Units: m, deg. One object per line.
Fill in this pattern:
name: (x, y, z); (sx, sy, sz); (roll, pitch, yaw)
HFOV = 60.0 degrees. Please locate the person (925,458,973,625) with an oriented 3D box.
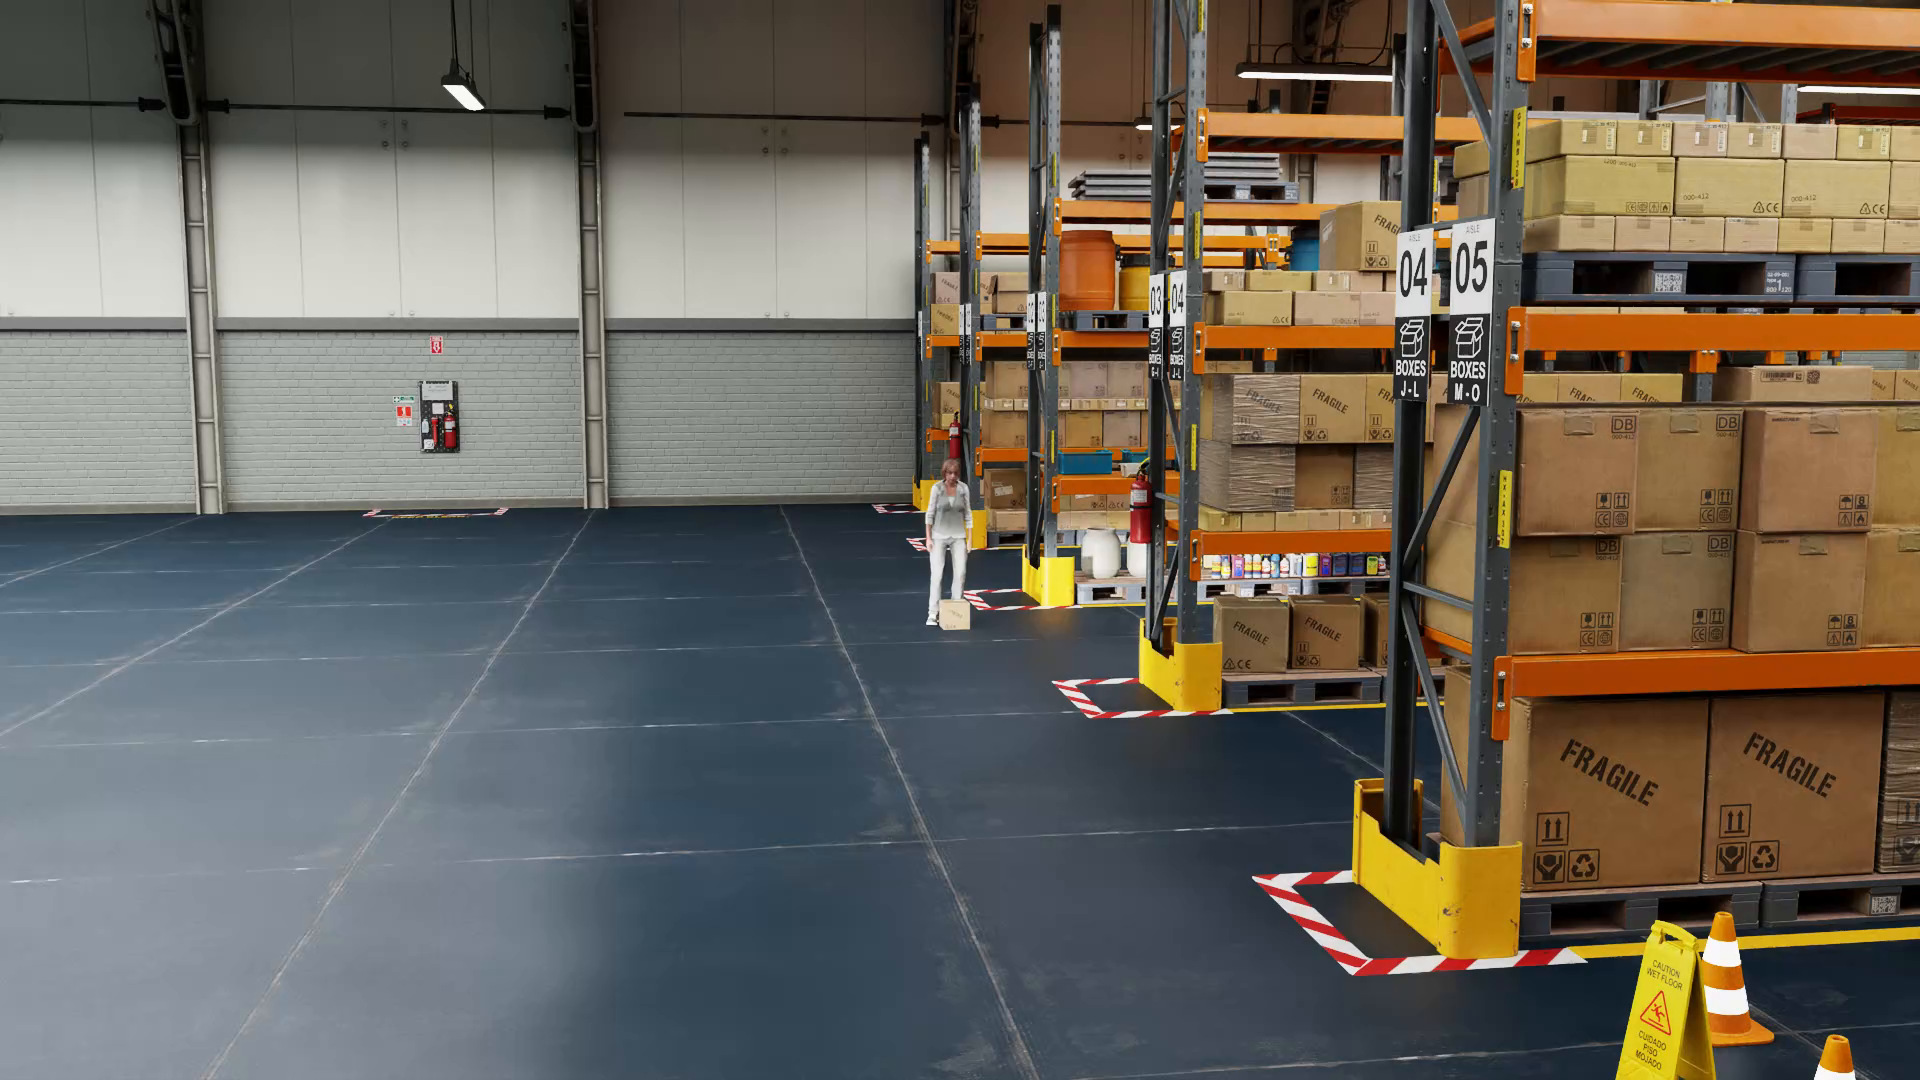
person: (-0.100, 0.013, 15.921); (0.460, 1.592, 0.366); (-1, 7, -8)
